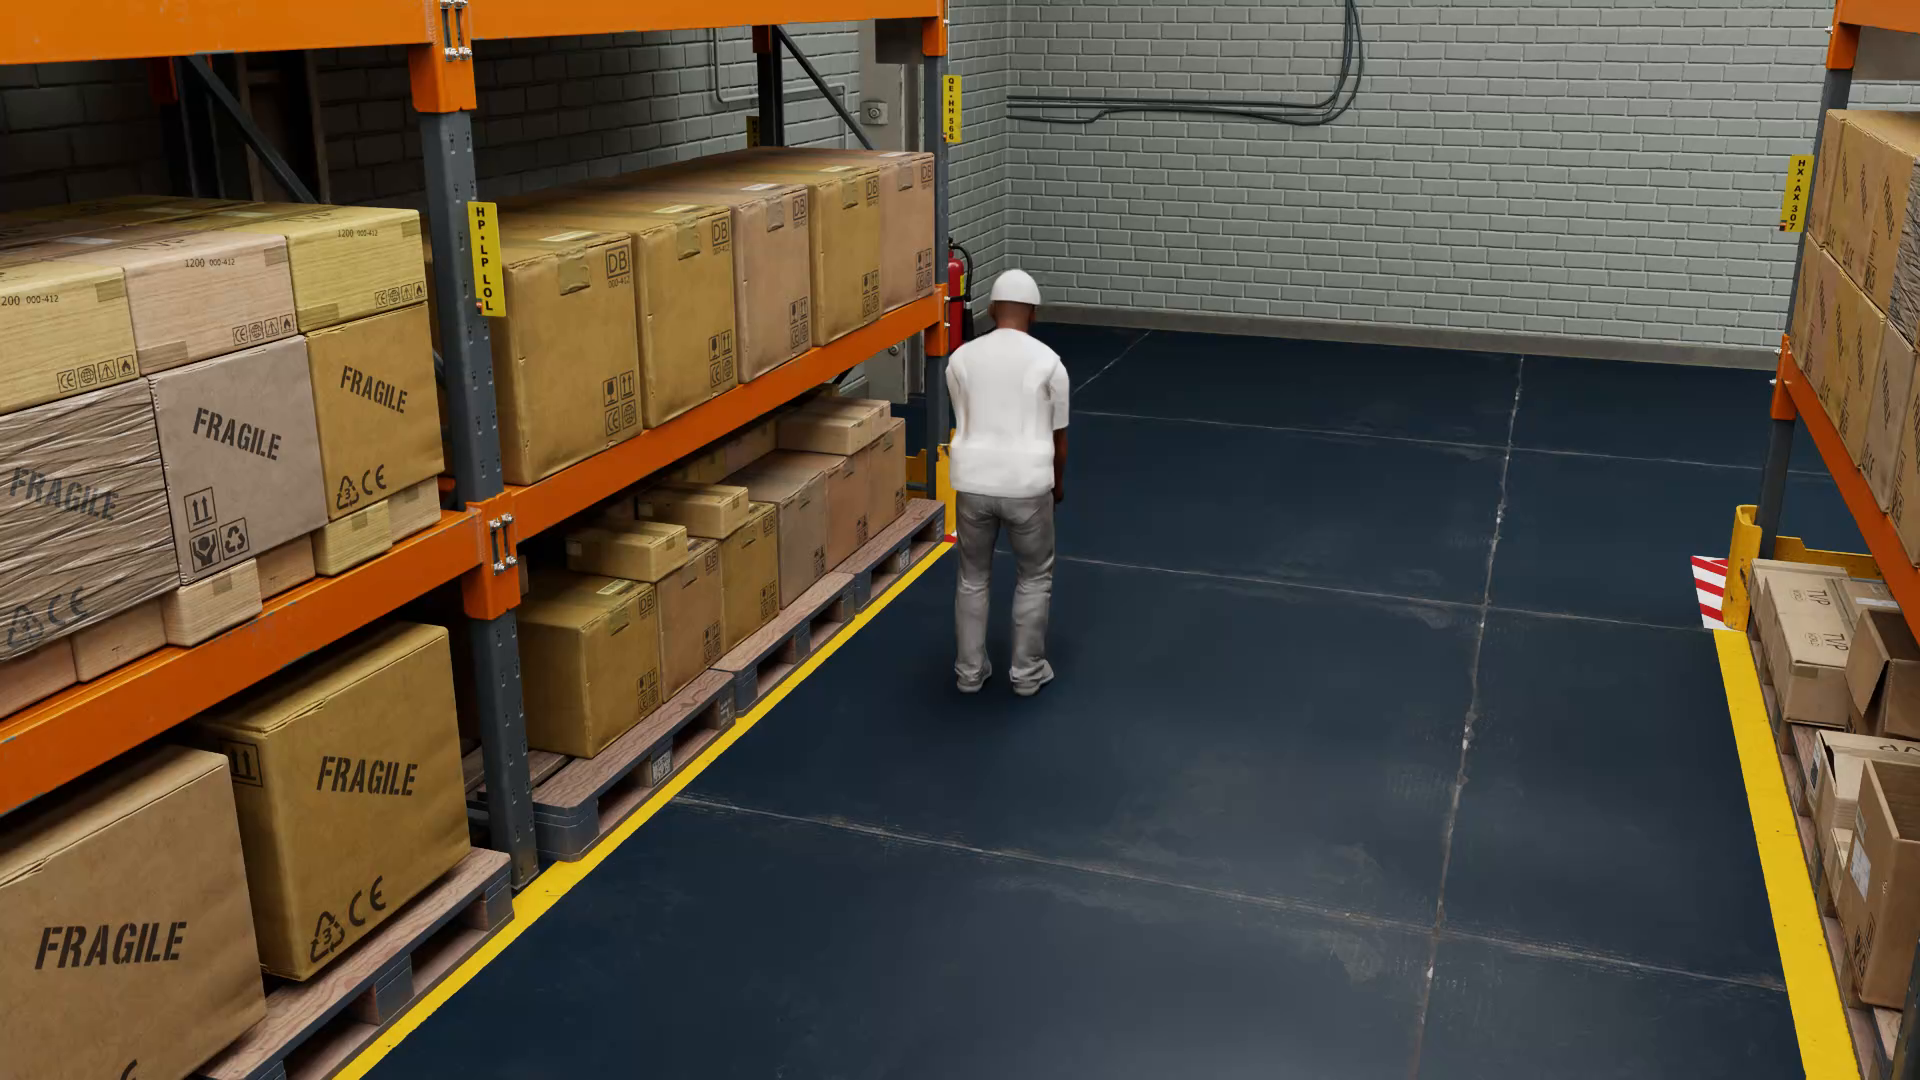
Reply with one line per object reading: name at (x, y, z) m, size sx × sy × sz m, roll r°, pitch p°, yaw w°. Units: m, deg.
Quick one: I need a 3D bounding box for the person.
person at (0.191, -0.232, 6.788) m, size 0.493 × 1.719 × 0.611 m, roll 6°, pitch 19°, yaw 16°
